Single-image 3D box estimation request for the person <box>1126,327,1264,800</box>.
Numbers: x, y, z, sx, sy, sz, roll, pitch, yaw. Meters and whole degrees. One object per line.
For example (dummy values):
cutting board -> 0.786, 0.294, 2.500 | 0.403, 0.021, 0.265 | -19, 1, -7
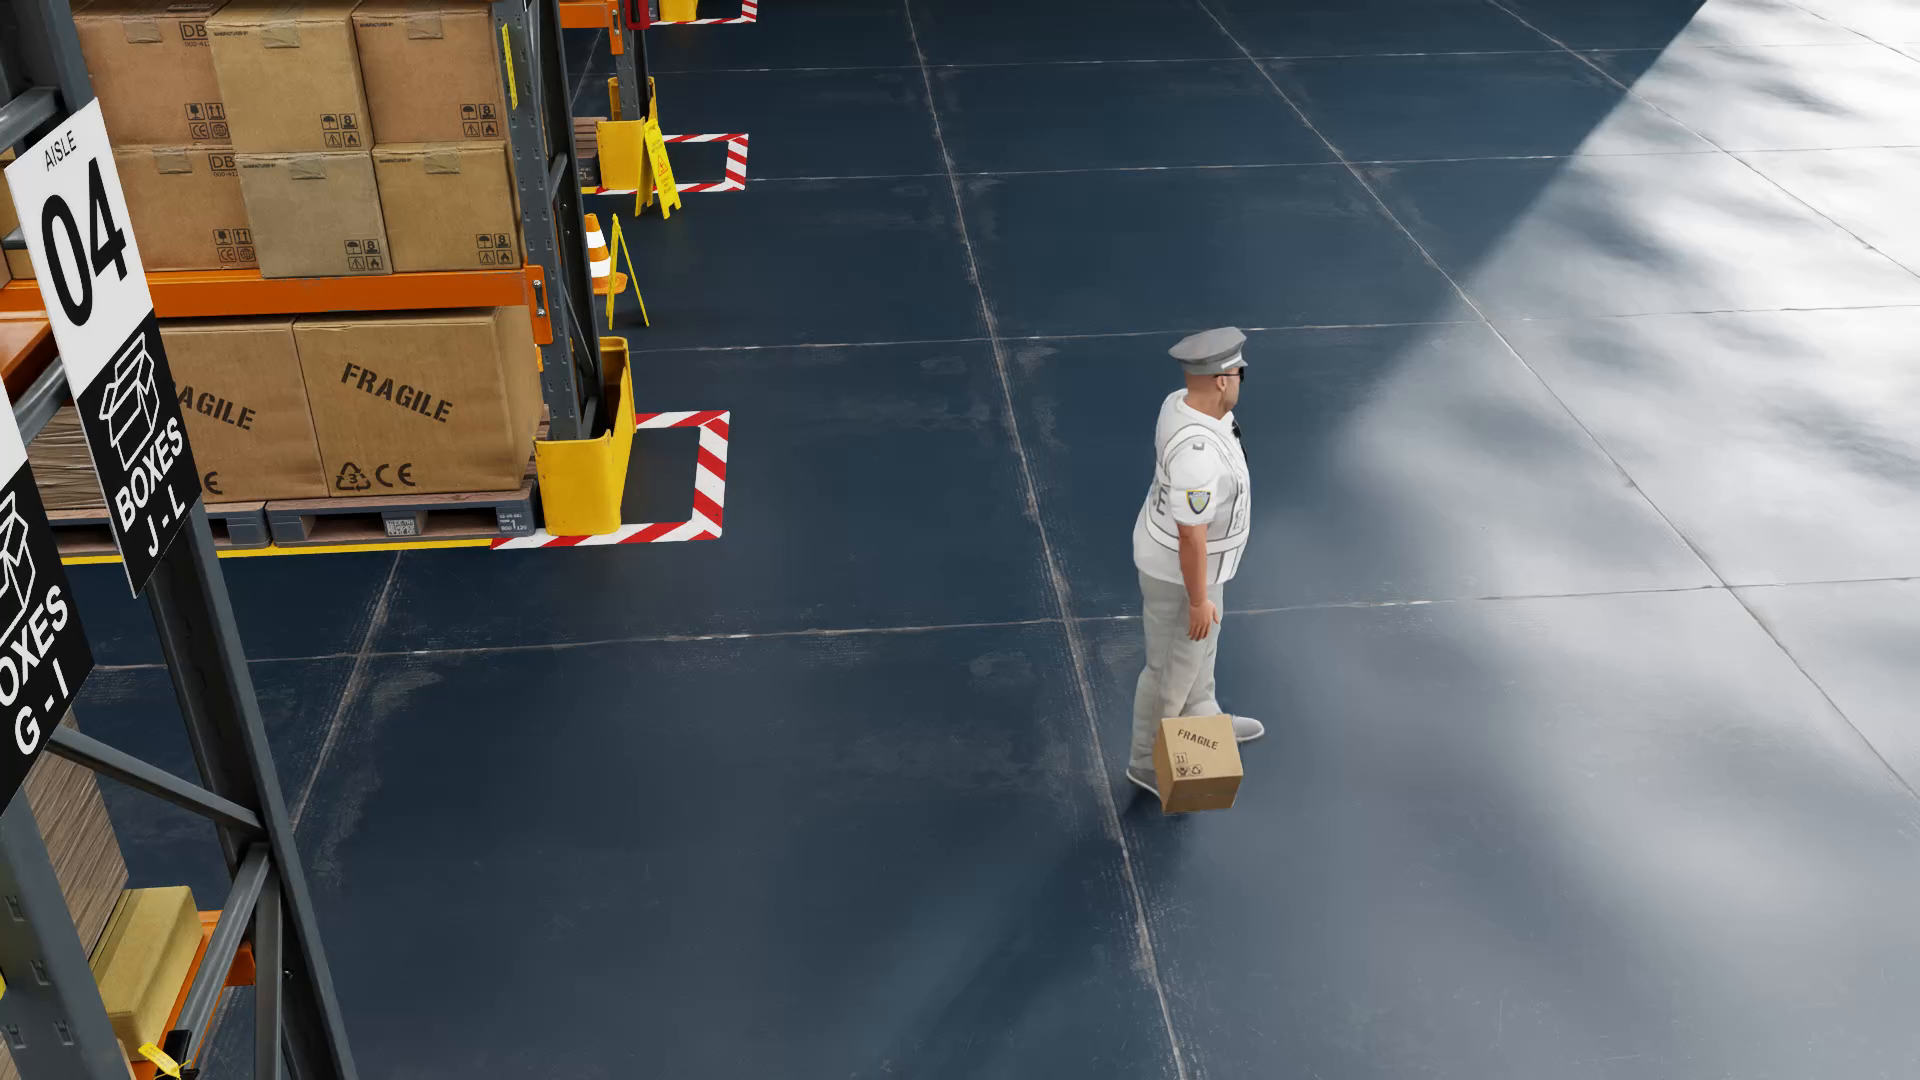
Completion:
person -> 0.887, 0.098, 5.915 | 0.551, 1.760, 0.575 | 3, 31, 5
